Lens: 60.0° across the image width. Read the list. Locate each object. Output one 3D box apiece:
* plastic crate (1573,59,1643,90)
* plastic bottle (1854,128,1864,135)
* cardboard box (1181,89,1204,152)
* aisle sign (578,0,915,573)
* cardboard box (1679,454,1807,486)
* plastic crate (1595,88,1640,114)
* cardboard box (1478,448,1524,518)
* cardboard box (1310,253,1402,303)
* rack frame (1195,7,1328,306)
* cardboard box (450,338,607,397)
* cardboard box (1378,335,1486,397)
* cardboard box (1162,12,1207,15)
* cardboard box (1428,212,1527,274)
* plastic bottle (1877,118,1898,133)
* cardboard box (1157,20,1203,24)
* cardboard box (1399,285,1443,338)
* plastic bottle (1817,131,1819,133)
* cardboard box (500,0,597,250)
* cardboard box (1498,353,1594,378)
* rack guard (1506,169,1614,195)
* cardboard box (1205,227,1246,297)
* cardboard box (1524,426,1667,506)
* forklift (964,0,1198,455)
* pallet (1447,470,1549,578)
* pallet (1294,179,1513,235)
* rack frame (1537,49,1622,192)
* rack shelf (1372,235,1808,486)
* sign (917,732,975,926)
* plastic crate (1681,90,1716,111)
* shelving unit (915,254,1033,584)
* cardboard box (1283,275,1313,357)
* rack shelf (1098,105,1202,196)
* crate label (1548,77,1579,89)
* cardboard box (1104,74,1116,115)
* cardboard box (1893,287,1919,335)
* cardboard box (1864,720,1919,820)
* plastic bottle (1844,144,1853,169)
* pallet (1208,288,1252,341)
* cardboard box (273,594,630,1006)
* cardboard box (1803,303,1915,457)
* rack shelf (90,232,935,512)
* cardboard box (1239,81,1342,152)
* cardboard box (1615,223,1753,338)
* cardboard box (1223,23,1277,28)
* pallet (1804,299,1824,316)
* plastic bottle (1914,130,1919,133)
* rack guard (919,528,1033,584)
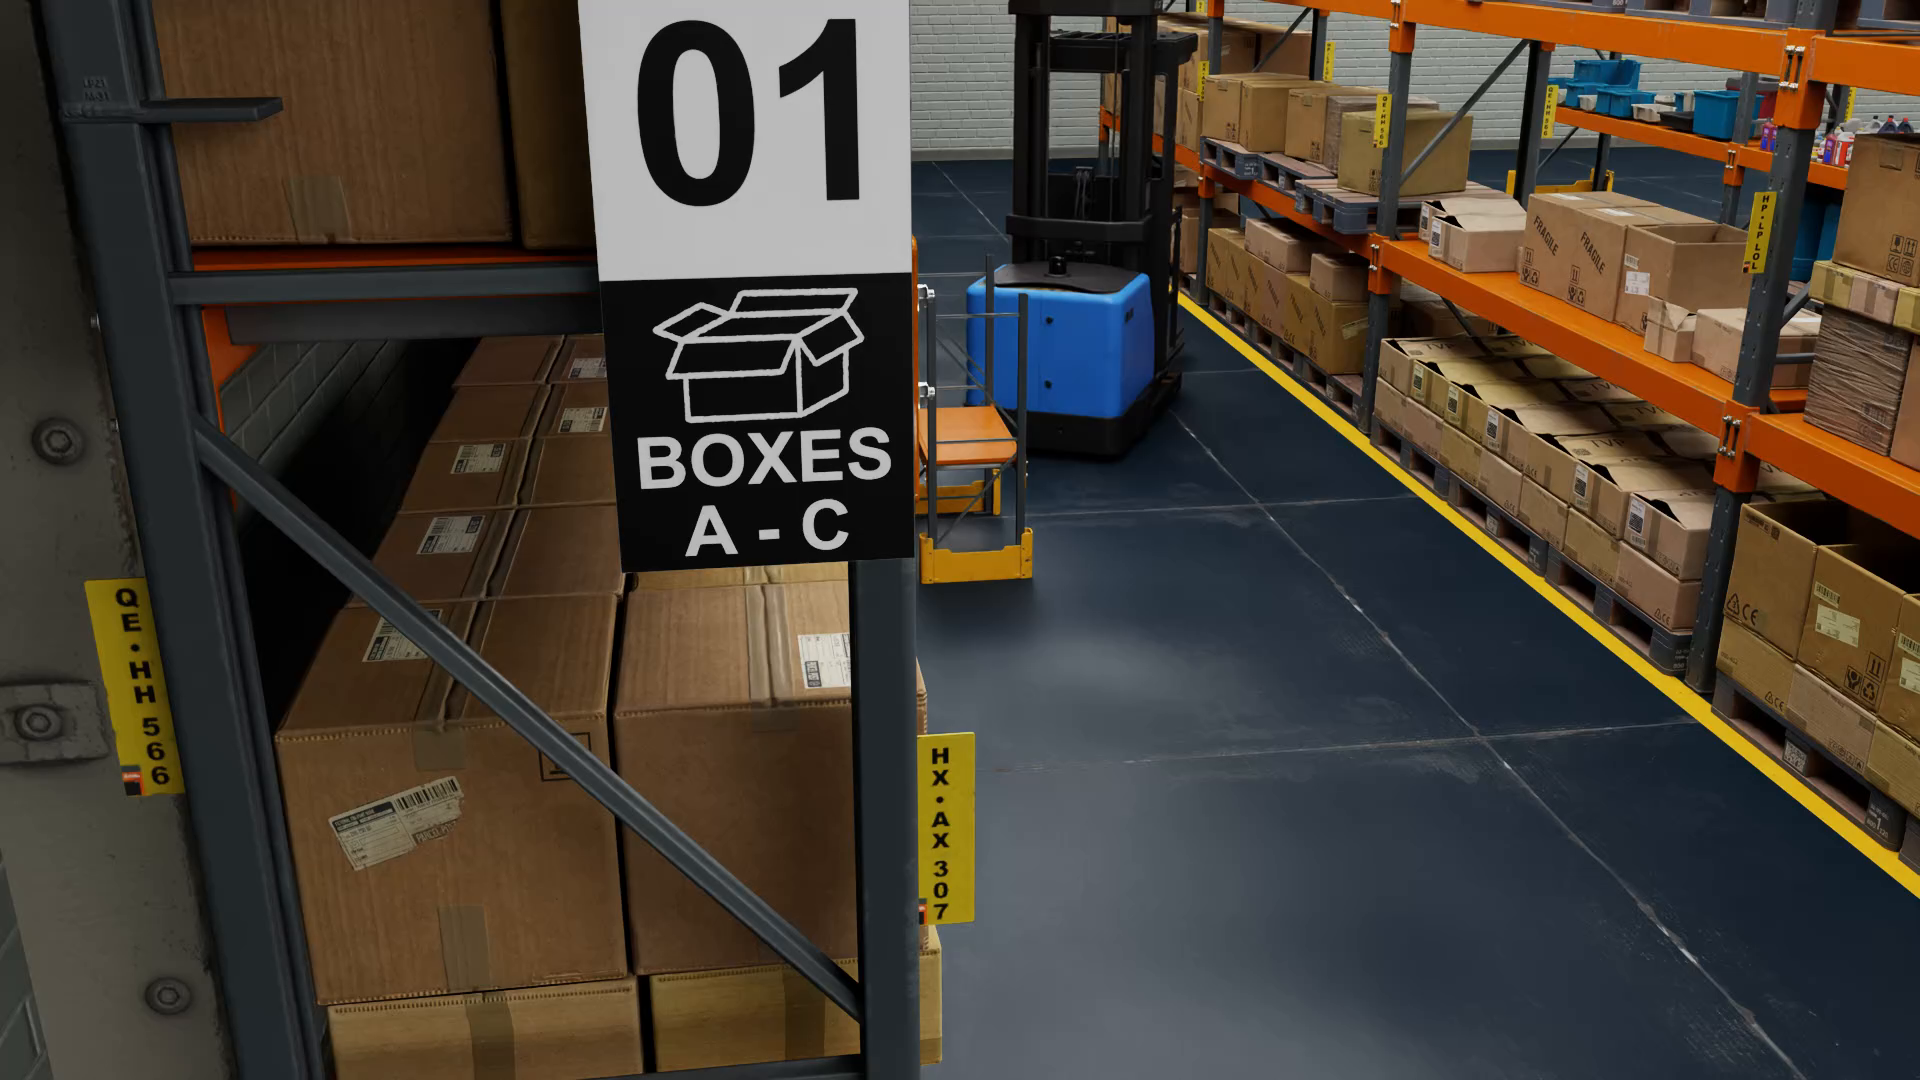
[{"bbox_3d":[7.166,-5.105,18.460,0.616,0.435,0.499,-3,21,-8],"label":"plastic crate"},{"bbox_3d":[7.930,-3.529,14.663,0.097,0.201,0.097,0,20,0],"label":"plastic bottle"},{"bbox_3d":[2.281,-3.740,14.799,0.500,0.500,0.500,-3,21,-7],"label":"cardboard box"},{"bbox_3d":[-0.257,-0.335,2.111,0.394,0.787,0.004,-3,21,-8],"label":"aisle sign"},{"bbox_3d":[3.880,-0.264,8.163,0.500,0.311,0.500,-3,21,-8],"label":"cardboard box"},{"bbox_3d":[6.832,-4.558,17.287,0.416,0.233,0.300,-3,21,-8],"label":"plastic crate"},{"bbox_3d":[3.197,-0.329,9.140,0.500,0.250,0.500,-2,21,-7],"label":"cardboard box"},{"bbox_3d":[2.804,-1.866,11.796,0.500,0.250,0.500,-2,21,-6],"label":"cardboard box"},{"bbox_3d":[2.607,-3.533,14.388,1.000,3.000,0.127,-3,21,-8],"label":"rack frame"},{"bbox_3d":[-1.143,-0.277,4.785,0.500,0.500,0.500,-2,21,-6],"label":"cardboard box"},{"bbox_3d":[2.969,-1.123,10.464,0.500,0.311,0.500,-2,21,-6],"label":"cardboard box"},{"bbox_3d":[2.367,-5.293,17.528,0.500,0.500,0.500,-3,21,-8],"label":"cardboard box"},{"bbox_3d":[3.121,-1.787,9.840,0.500,0.311,0.500,-3,21,-8],"label":"cardboard box"},{"bbox_3d":[7.850,-3.385,14.063,0.144,0.351,0.185,-3,21,-8],"label":"plastic bottle"},{"bbox_3d":[2.058,-4.736,16.038,0.500,0.500,0.500,-3,21,-8],"label":"cardboard box"},{"bbox_3d":[3.320,-1.536,11.986,0.500,0.500,0.500,-4,21,-10],"label":"cardboard box"},{"bbox_3d":[7.252,-3.417,14.256,0.152,0.276,0.135,-3,21,-8],"label":"plastic bottle"},{"bbox_3d":[-0.365,-0.717,2.390,0.500,0.500,0.500,-2,21,-6],"label":"cardboard box"},{"bbox_3d":[3.584,-0.971,10.056,0.500,0.311,0.500,-3,21,-9],"label":"cardboard box"},{"bbox_3d":[6.916,-4.003,19.219,1.175,0.500,0.348,-3,21,-8],"label":"rack guard"},{"bbox_3d":[2.436,-2.388,14.267,0.500,0.500,0.500,-4,21,-10],"label":"cardboard box"},{"bbox_3d":[3.268,-0.413,8.563,0.500,0.311,0.500,-3,21,-8],"label":"cardboard box"},{"bbox_3d":[0.969,-2.388,11.422,1.130,2.935,3.031,7,21,17],"label":"forklift"},{"bbox_3d":[3.436,-0.133,9.271,1.003,0.211,1.213,-3,21,-8],"label":"pallet"},{"bbox_3d":[3.017,-2.289,11.333,1.213,0.211,1.003,-3,21,-8],"label":"pallet"},{"bbox_3d":[6.933,-5.166,18.762,1.000,3.000,0.127,-3,21,-8],"label":"rack frame"},{"bbox_3d":[3.472,-1.119,8.952,1.077,0.370,4.000,-3,21,-8],"label":"rack shelf"},{"bbox_3d":[-0.027,0.440,2.514,0.100,0.325,0.005,-3,21,-8],"label":"sign"},{"bbox_3d":[7.472,-4.292,16.504,0.437,0.282,0.530,-3,21,-8],"label":"plastic crate"},{"bbox_3d":[0.011,-0.676,8.883,0.587,1.500,1.083,-3,21,-8],"label":"shelving unit"},{"bbox_3d":[2.742,-1.674,12.356,0.500,0.500,0.500,-4,21,-10],"label":"cardboard box"},{"bbox_3d":[2.319,-3.888,16.368,1.077,0.370,4.000,-3,21,-8],"label":"rack shelf"},{"bbox_3d":[6.643,-5.014,18.507,0.416,0.233,0.303,-3,21,-8],"label":"crate label"},{"bbox_3d":[1.834,-4.798,17.632,0.500,0.500,0.500,-2,21,-7],"label":"cardboard box"},{"bbox_3d":[3.683,-0.835,6.094,0.380,0.149,0.250,-3,21,-9],"label":"cardboard box"},{"bbox_3d":[3.661,0.851,5.980,0.500,0.250,0.500,-3,21,-8],"label":"cardboard box"},{"bbox_3d":[7.322,-3.147,13.638,0.097,0.201,0.097,0,20,0],"label":"plastic bottle"},{"bbox_3d":[2.762,-1.947,14.127,1.003,0.211,1.213,-3,21,-8],"label":"pallet"},{"bbox_3d":[-0.843,0.430,2.891,0.500,0.500,0.500,-3,21,-8],"label":"cardboard box"},{"bbox_3d":[3.831,-0.657,6.544,0.700,0.500,0.500,-3,21,-9],"label":"cardboard box"},{"bbox_3d":[-0.853,-0.888,4.047,1.077,0.370,4.000,-3,21,-8],"label":"rack shelf"},{"bbox_3d":[2.616,-3.366,13.199,0.700,0.500,0.500,0,20,1],"label":"cardboard box"},{"bbox_3d":[3.590,-1.259,8.157,0.500,0.500,0.500,-1,21,-4],"label":"cardboard box"},{"bbox_3d":[2.669,-4.582,15.625,0.500,0.500,0.500,-4,21,-9],"label":"cardboard box"},{"bbox_3d":[7.759,-1.783,13.687,1.003,0.211,1.213,-3,21,-8],"label":"pallet"},{"bbox_3d":[8.011,-3.302,13.947,0.152,0.276,0.135,-3,21,-8],"label":"plastic bottle"},{"bbox_3d":[0.083,0.082,8.640,0.587,0.250,0.087,-3,21,-8],"label":"rack guard"}]
